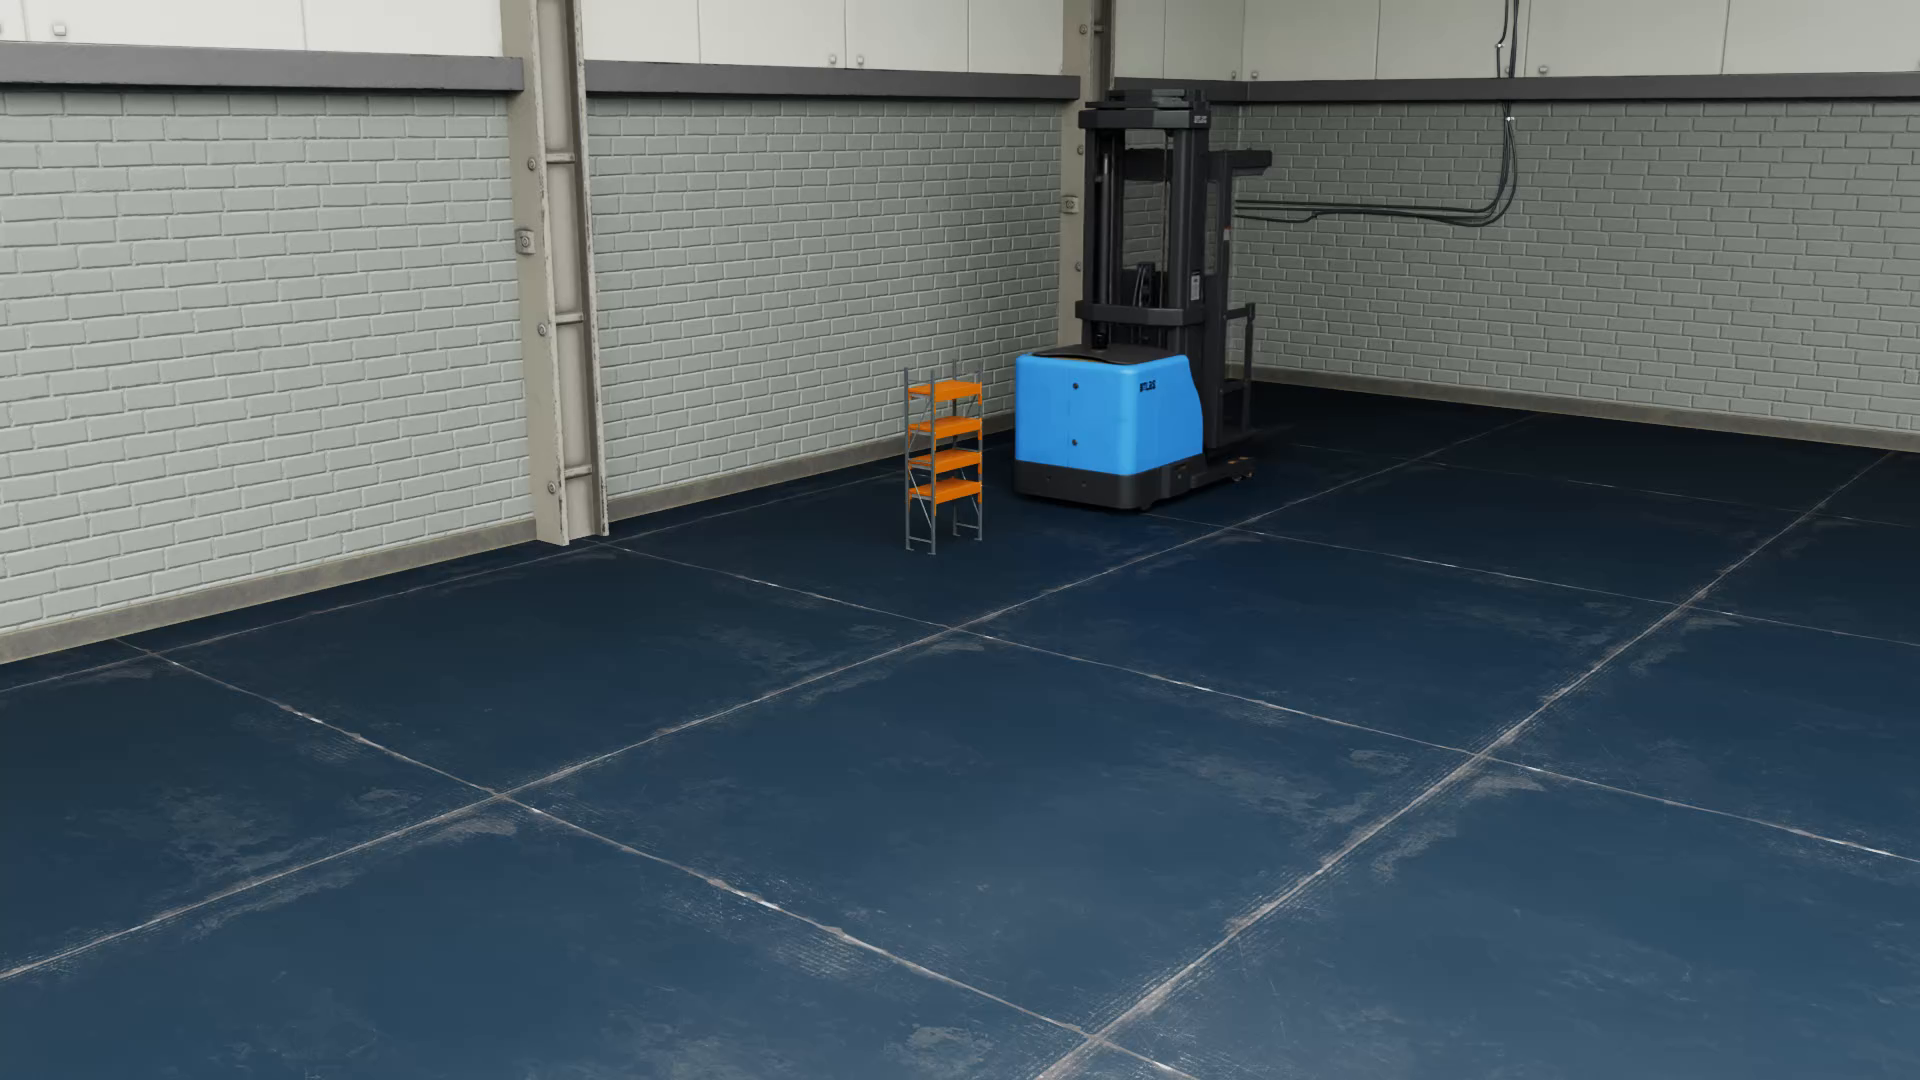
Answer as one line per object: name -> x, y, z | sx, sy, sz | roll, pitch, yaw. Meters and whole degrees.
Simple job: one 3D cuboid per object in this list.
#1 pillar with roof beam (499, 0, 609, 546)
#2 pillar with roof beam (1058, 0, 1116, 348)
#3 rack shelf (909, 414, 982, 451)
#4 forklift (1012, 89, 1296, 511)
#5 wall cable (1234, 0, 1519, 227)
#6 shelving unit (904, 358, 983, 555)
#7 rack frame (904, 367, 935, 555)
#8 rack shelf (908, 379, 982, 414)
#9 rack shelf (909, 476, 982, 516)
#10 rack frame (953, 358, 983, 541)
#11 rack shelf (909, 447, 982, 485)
pillar with roof beam -> 0.733, -3.718, 7.484 | 9.100, 9.000, 0.400 | 11, 18, 38
pillar with roof beam -> 4.504, -4.867, 12.007 | 9.100, 9.000, 0.400 | 11, 18, 38
rack shelf -> -0.104, -0.701, 10.812 | 0.258, 0.148, 0.480 | 11, 18, 38
forklift -> 1.670, -1.934, 12.784 | 1.130, 2.935, 3.031 | 10, 18, 35
wall cable -> 4.035, -4.388, 16.427 | 3.097, 2.526, 0.112 | 11, 18, 38
shelving unit -> -0.104, -0.550, 10.850 | 0.258, 1.200, 0.503 | 11, 18, 38
rack frame -> -0.257, -0.503, 10.666 | 0.240, 1.200, 0.015 | 11, 18, 38
rack shelf -> -0.104, -0.931, 10.754 | 0.258, 0.148, 0.480 | 11, 18, 38
rack shelf -> -0.104, -0.292, 10.916 | 0.258, 0.148, 0.480 | 11, 18, 38
rack frame -> 0.049, -0.597, 11.034 | 0.240, 1.200, 0.015 | 11, 18, 38
rack shelf -> -0.104, -0.485, 10.867 | 0.258, 0.148, 0.480 | 11, 18, 38
